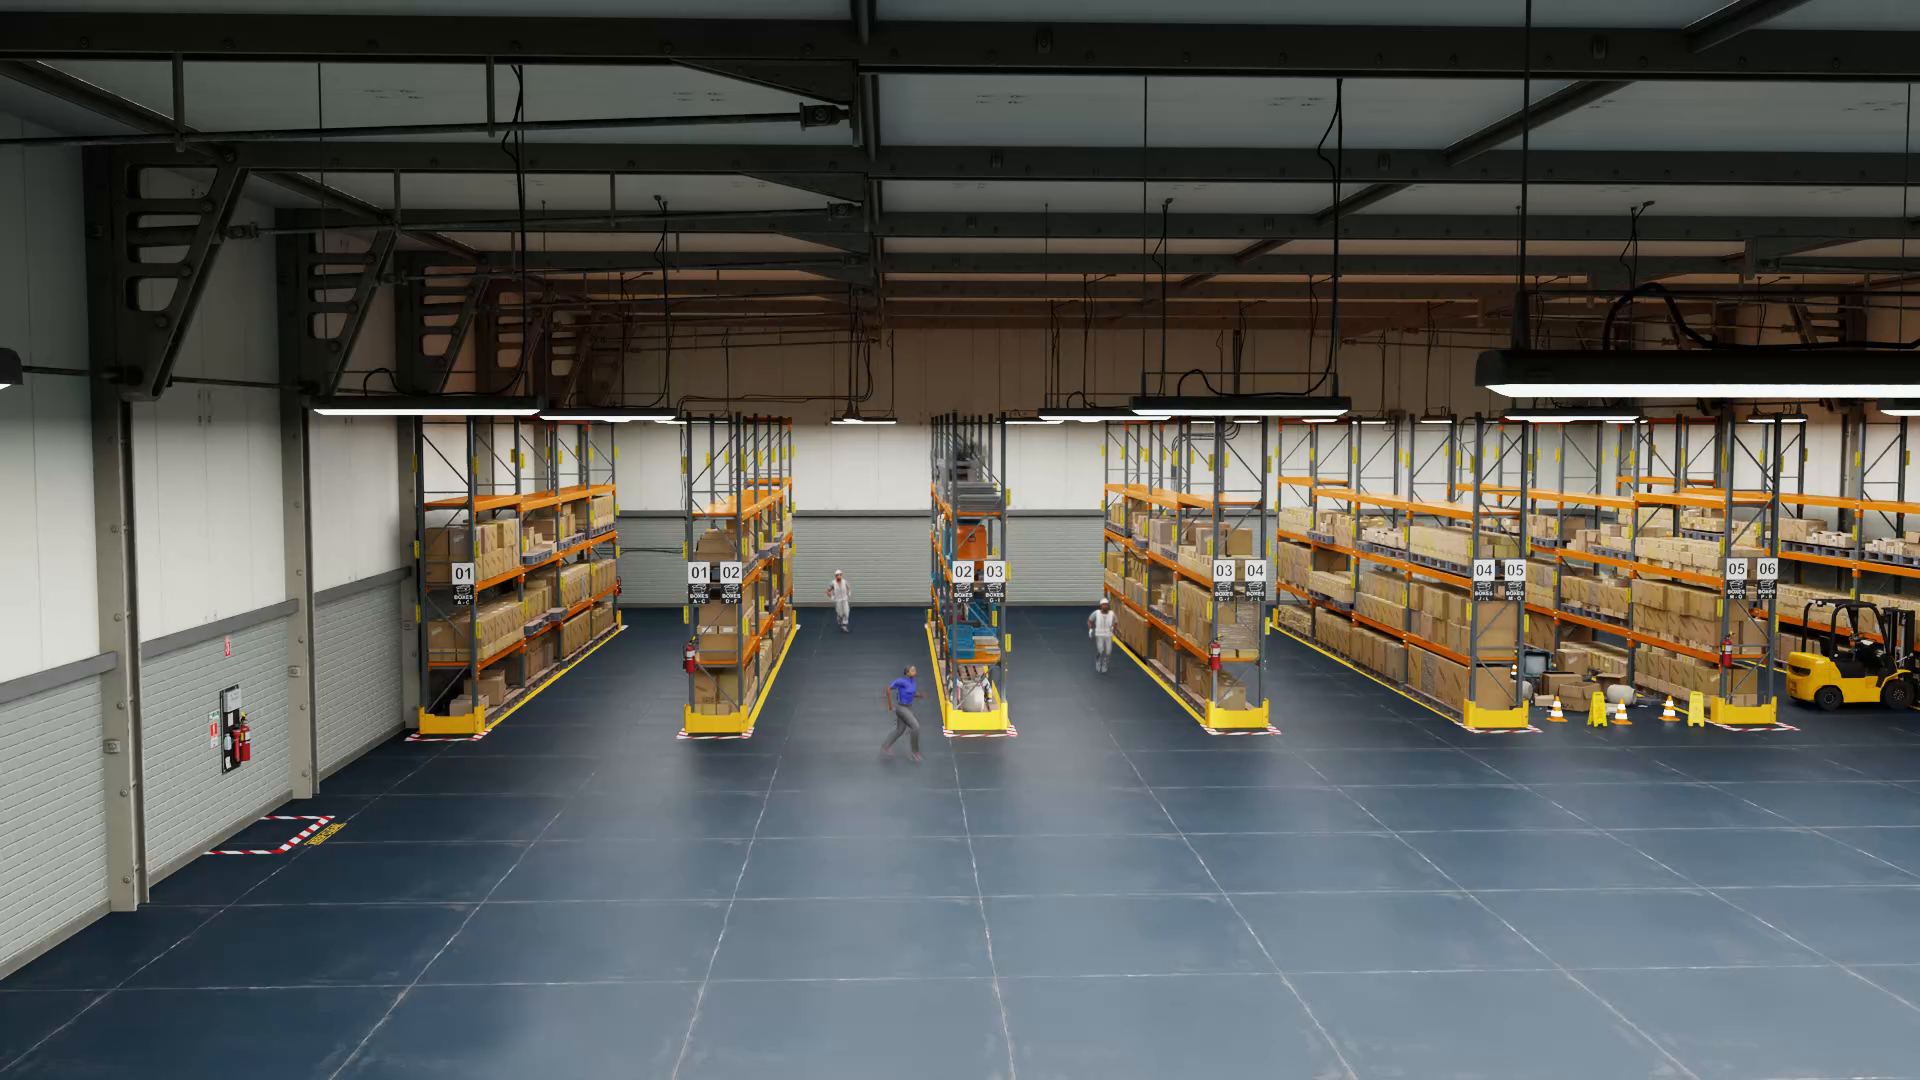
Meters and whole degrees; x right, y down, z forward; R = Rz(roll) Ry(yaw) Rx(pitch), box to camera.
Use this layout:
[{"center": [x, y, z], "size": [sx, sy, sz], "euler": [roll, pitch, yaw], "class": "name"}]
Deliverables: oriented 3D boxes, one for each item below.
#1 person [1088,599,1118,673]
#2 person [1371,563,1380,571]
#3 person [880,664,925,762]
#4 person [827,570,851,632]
[{"center": [3.332, 2.228, 38.390], "size": [0.681, 1.739, 0.624], "euler": [0, 4, -6], "class": "person"}, {"center": [12.316, 1.533, 49.176], "size": [0.825, 1.725, 0.634], "euler": [0, 4, -2], "class": "person"}, {"center": [-0.994, 2.974, 28.553], "size": [0.845, 1.685, 0.599], "euler": [2, 4, 23], "class": "person"}, {"center": [-3.329, 1.709, 46.267], "size": [0.675, 1.728, 0.613], "euler": [-1, 4, -20], "class": "person"}]
